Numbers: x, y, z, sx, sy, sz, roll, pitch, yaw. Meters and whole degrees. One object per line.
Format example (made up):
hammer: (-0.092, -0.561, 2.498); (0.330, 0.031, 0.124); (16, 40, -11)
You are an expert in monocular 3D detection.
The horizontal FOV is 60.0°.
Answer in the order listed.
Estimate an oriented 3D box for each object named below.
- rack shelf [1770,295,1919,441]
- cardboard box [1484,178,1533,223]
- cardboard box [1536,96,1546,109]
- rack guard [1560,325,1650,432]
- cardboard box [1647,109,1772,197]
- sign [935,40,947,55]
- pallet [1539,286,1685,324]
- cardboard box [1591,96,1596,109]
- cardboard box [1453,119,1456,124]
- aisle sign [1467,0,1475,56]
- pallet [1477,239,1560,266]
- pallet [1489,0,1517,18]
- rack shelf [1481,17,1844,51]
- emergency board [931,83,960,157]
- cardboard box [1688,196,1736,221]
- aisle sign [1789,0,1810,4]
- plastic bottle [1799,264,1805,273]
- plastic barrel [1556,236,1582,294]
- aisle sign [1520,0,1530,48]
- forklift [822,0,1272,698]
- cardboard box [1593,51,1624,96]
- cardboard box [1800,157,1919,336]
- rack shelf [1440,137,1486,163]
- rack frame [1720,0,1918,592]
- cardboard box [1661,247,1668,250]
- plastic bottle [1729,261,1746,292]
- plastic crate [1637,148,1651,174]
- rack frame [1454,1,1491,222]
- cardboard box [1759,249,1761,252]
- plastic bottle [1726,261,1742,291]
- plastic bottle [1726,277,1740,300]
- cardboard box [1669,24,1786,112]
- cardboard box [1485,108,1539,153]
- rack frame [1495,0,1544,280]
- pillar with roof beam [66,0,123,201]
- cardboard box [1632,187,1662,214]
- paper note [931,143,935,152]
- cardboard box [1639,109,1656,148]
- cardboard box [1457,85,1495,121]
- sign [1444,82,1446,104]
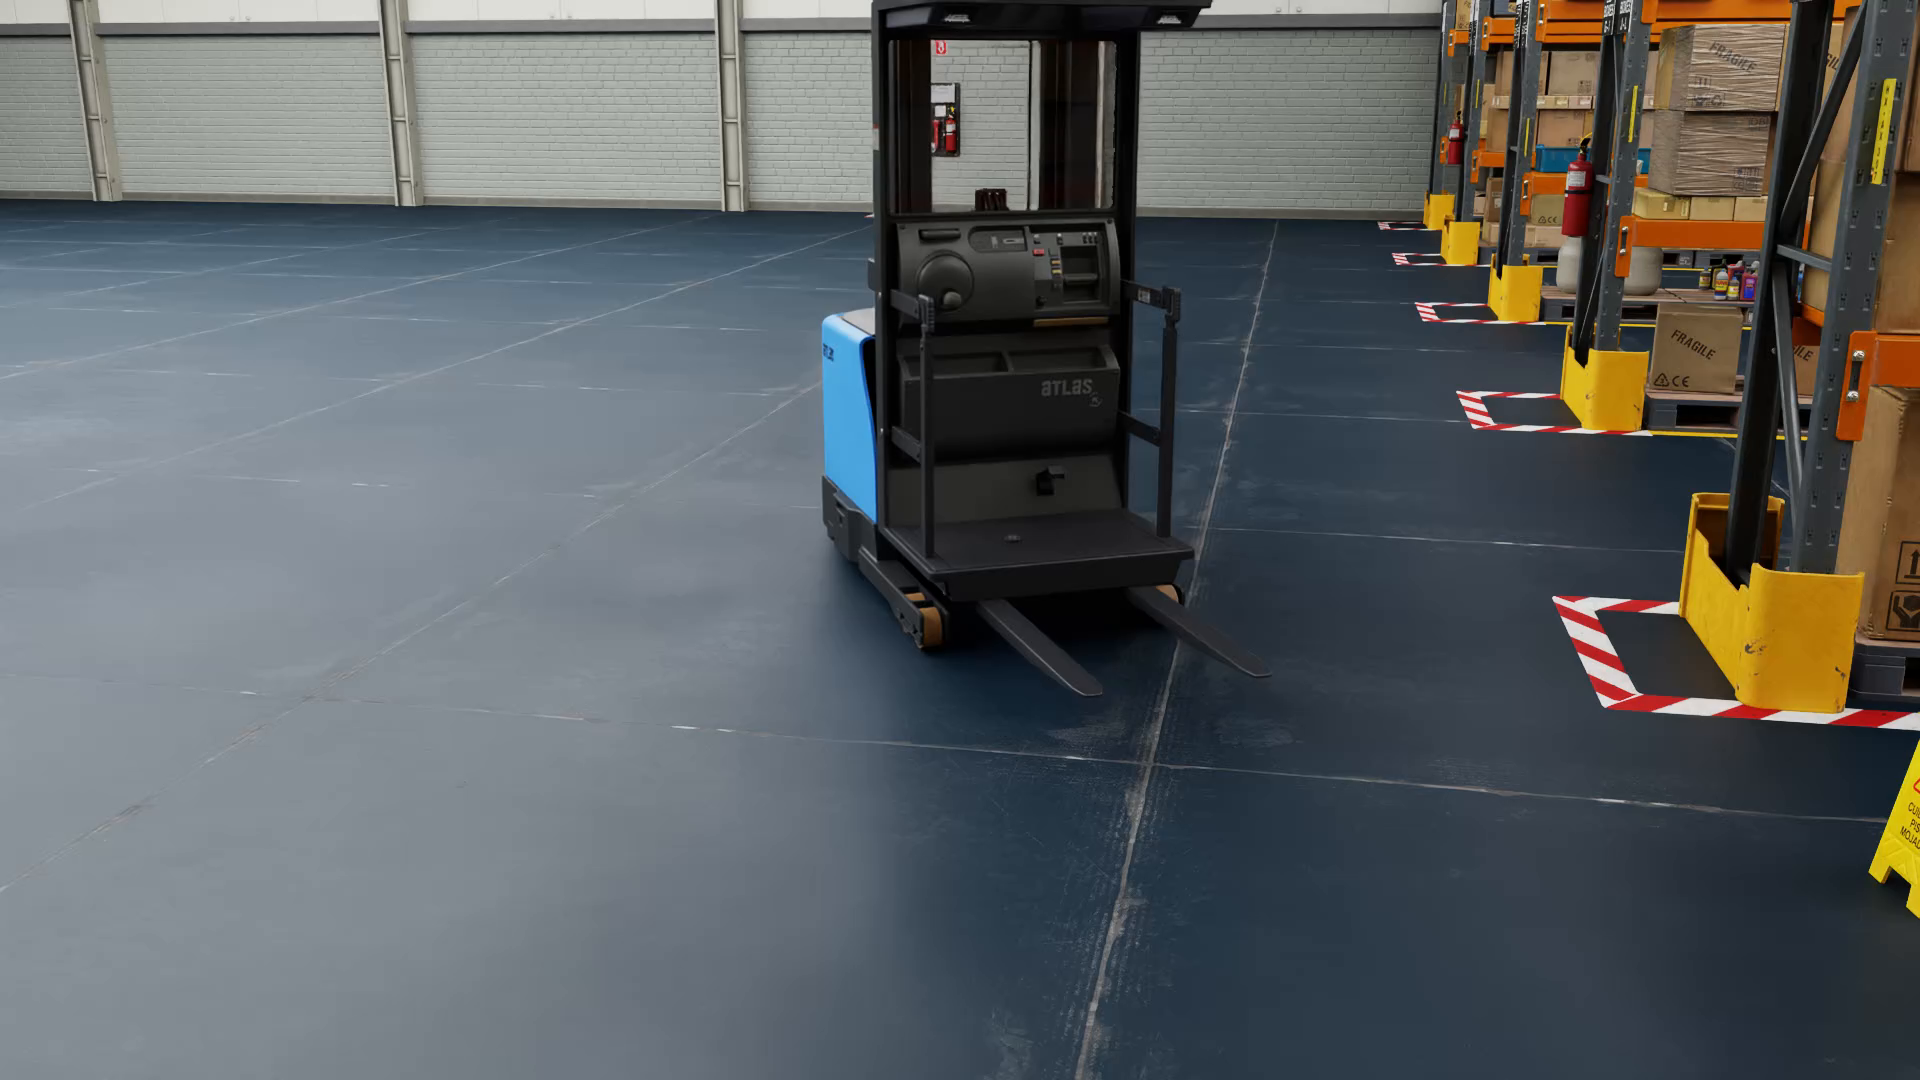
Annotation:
rack shelf: (5.030, -0.544, 5.683); (4.000, 0.370, 1.077); (3, 16, 11)
cardboard box: (6.720, -4.168, 20.380); (0.500, 0.500, 0.500); (3, 16, 11)
cardboard box: (6.736, -5.150, 19.564); (0.250, 0.149, 0.380); (3, 16, 10)
rack guard: (4.232, -1.080, 10.955); (0.348, 0.500, 1.175); (3, 16, 11)
cardboard box: (4.691, -2.444, 10.452); (0.500, 0.500, 0.875); (3, 16, 11)
sign: (-0.305, -7.970, 26.801); (0.199, 0.298, 0.001); (3, 16, 11)
pallet: (6.023, -2.204, 15.555); (1.213, 0.211, 1.003); (3, 16, 11)
cardboard box: (7.489, -5.109, 19.415); (0.250, 0.149, 0.380); (3, 16, 9)
cardboard box: (7.615, -6.139, 24.780); (0.500, 0.250, 0.500); (3, 16, 12)
aisle sign: (6.129, -6.213, 19.934); (0.004, 0.787, 0.394); (3, 16, 11)
pallet: (6.893, -3.507, 20.256); (1.213, 0.211, 1.003); (3, 16, 11)
pallet: (6.823, -6.239, 19.442); (1.213, 0.211, 1.003); (3, 16, 11)
rack shelf: (8.095, -5.873, 19.302); (4.000, 0.370, 1.077); (3, 16, 11)
emergency board: (-0.317, -6.826, 27.015); (0.643, 1.169, 0.194); (3, 16, 11)
cardboard box: (4.630, -2.072, 10.324); (0.250, 0.149, 0.380); (3, 16, 11)
aisle sign: (3.060, -2.332, 5.921); (0.004, 0.787, 0.394); (3, 16, 11)
plastic bottle: (7.749, -2.415, 15.370); (0.135, 0.276, 0.152); (3, 16, 11)
plastic barrel: (5.804, -2.573, 15.535); (0.421, 0.512, 0.421); (0, 15, 0)
aisle sign: (5.015, -4.765, 14.704); (0.004, 0.787, 0.394); (3, 16, 11)
forklift: (0.267, -1.107, 6.499); (1.130, 2.935, 3.031); (-5, 16, -17)
cardboard box: (7.652, -5.469, 19.500); (0.500, 0.500, 0.700); (3, 16, 11)
cardboard box: (3.443, -1.061, 5.923); (0.550, 0.550, 0.875); (3, 16, 11)
rack shelf: (9.078, -5.723, 24.382); (4.000, 0.370, 1.077); (3, 16, 11)
rack frame: (3.070, -0.997, 5.971); (0.127, 3.000, 1.000); (3, 16, 11)
cardboard box: (8.086, -3.590, 19.699); (0.500, 0.250, 0.500); (3, 16, 11)
plastic bottle: (7.252, -2.456, 15.504); (0.133, 0.283, 0.061); (3, 16, 11)
plastic crate: (6.330, -3.529, 15.390); (0.408, 0.251, 0.499); (3, 16, 11)
rack frame: (6.135, -4.880, 19.991); (0.127, 3.000, 1.000); (3, 16, 11)
cardboard box: (9.557, -3.512, 19.416); (0.500, 0.250, 0.500); (3, 16, 11)
plastic bottle: (7.273, -2.480, 15.605); (0.135, 0.276, 0.152); (3, 16, 12)
plastic bottle: (6.960, -2.265, 14.966); (0.097, 0.201, 0.097); (0, 15, 0)
cardboard box: (4.642, -2.862, 10.087); (0.500, 0.500, 0.500); (3, 16, 11)
cardboard box: (6.590, -4.900, 19.876); (0.500, 0.500, 0.700); (3, 16, 11)
rack frame: (5.144, -3.585, 15.314); (0.127, 3.000, 1.000); (3, 16, 11)
pillar with roof beam: (-16.400, -9.407, 25.095); (0.400, 9.000, 9.100); (3, 16, 11)
cardboard box: (4.478, -2.207, 10.810); (0.250, 0.149, 0.380); (3, 16, 11)
paper note: (-0.477, -6.429, 27.232); (0.142, 0.148, 0.016); (3, 16, 11)
cardboard box: (8.108, -4.819, 19.581); (0.500, 0.500, 0.700); (4, 16, 13)
cardboard box: (7.526, -6.371, 24.211); (0.500, 0.500, 0.500); (3, 16, 11)
sign: (7.011, -6.451, 24.042); (0.005, 0.325, 0.100); (3, 16, 11)
